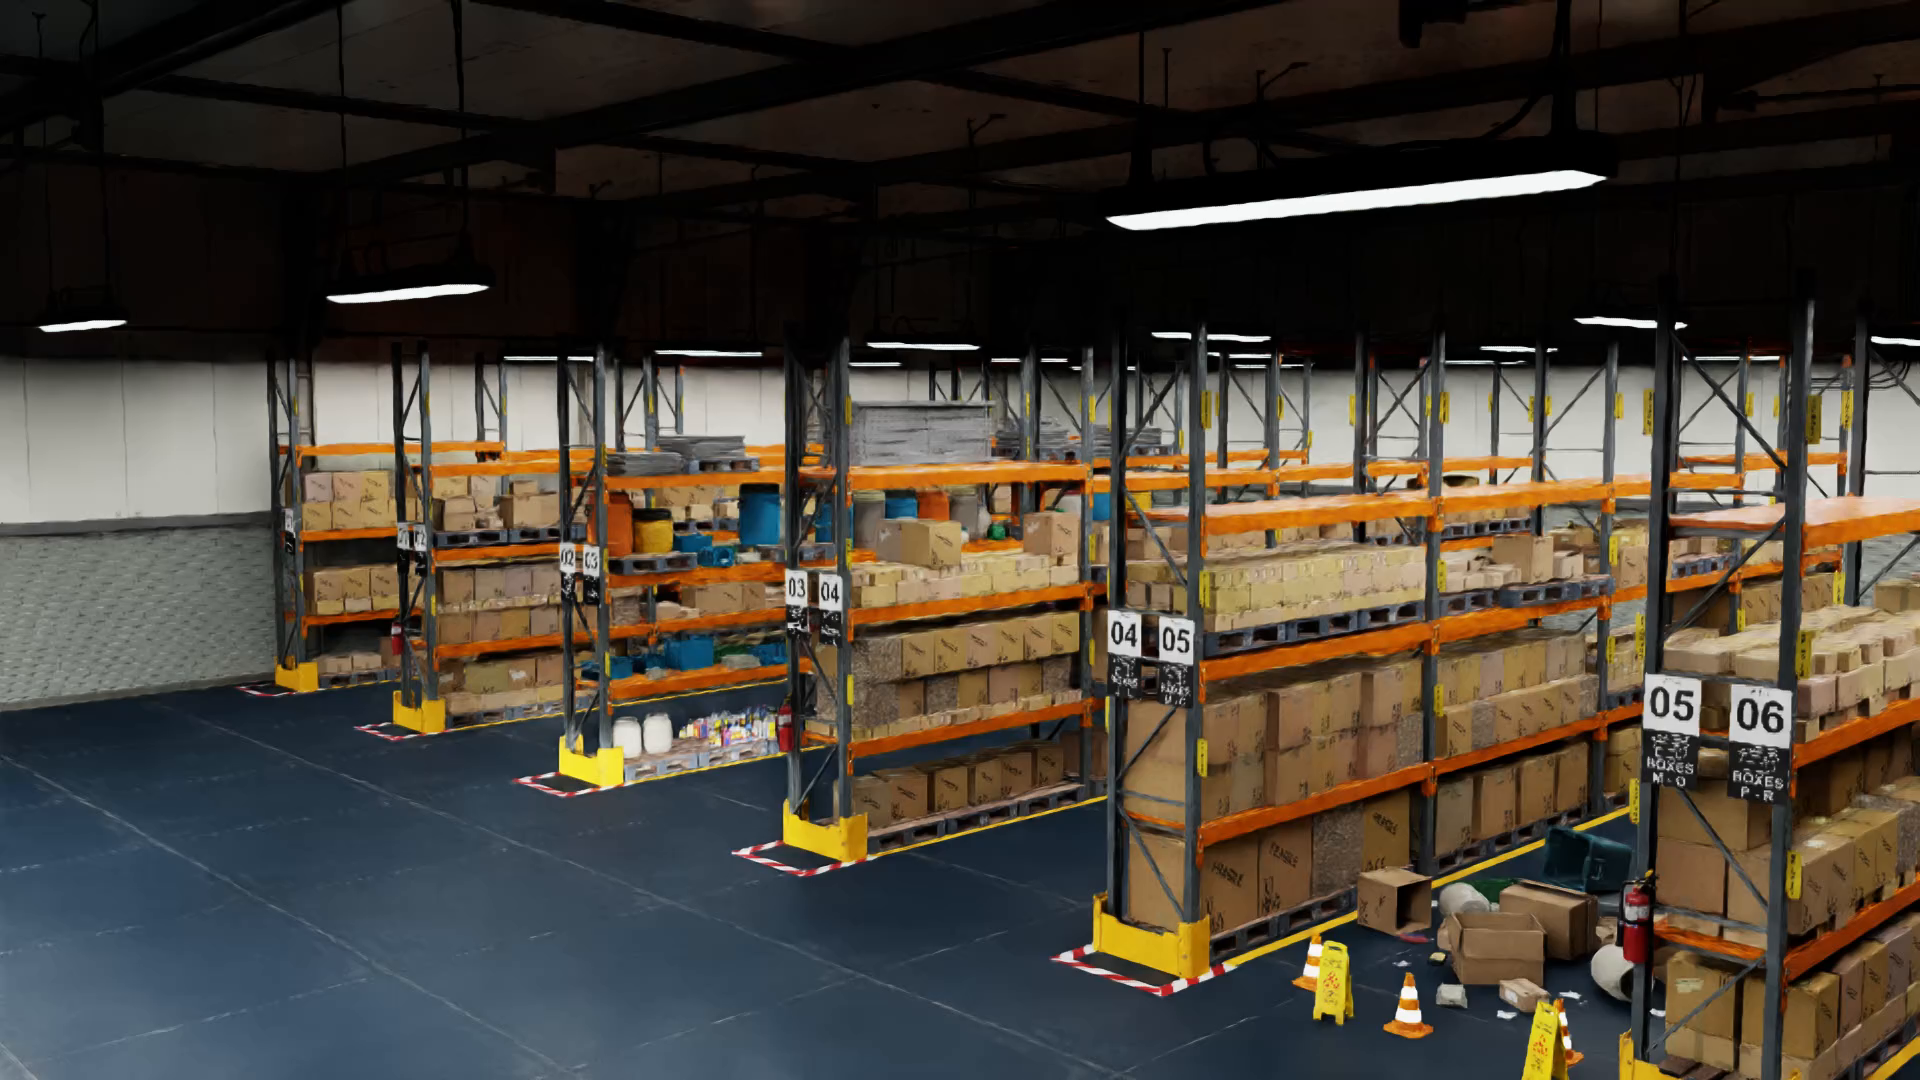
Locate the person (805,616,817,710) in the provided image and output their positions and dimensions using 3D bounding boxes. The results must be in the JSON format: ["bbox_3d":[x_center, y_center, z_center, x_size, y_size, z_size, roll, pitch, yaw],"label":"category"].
[{"bbox_3d":[-2.440,1.934,27.411,0.729,1.733,0.546,5,7,44],"label":"person"}]
